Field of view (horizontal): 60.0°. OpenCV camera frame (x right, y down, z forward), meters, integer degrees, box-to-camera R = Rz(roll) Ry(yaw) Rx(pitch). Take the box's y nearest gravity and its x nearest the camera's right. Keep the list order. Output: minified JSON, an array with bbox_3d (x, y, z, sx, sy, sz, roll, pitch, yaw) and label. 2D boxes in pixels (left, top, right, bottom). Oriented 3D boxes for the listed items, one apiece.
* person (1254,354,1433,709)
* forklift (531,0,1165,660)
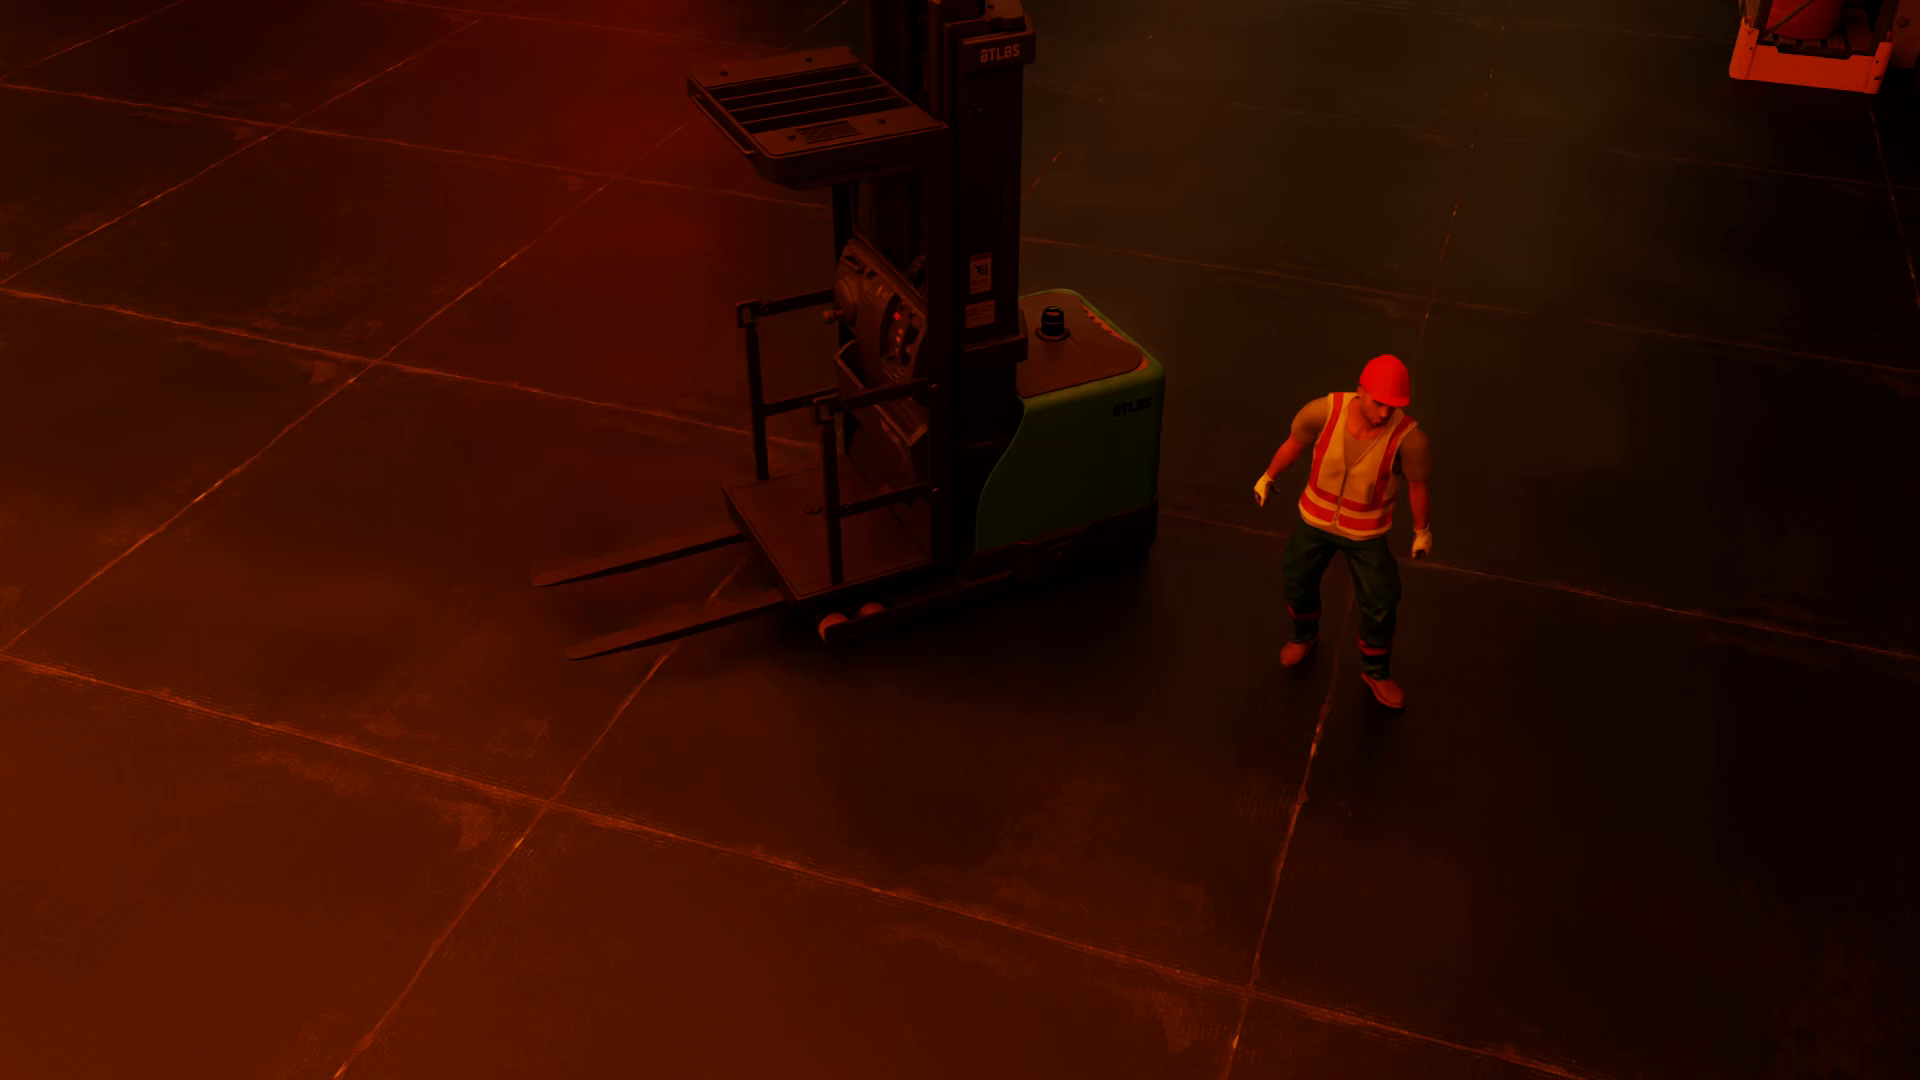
[{"bbox_3d":[1.680,-0.086,7.295,0.868,1.749,0.464,18,39,24],"label":"person"},{"bbox_3d":[-0.553,-1.029,7.563,3.031,2.935,1.130,-16,38,-21],"label":"forklift"}]
